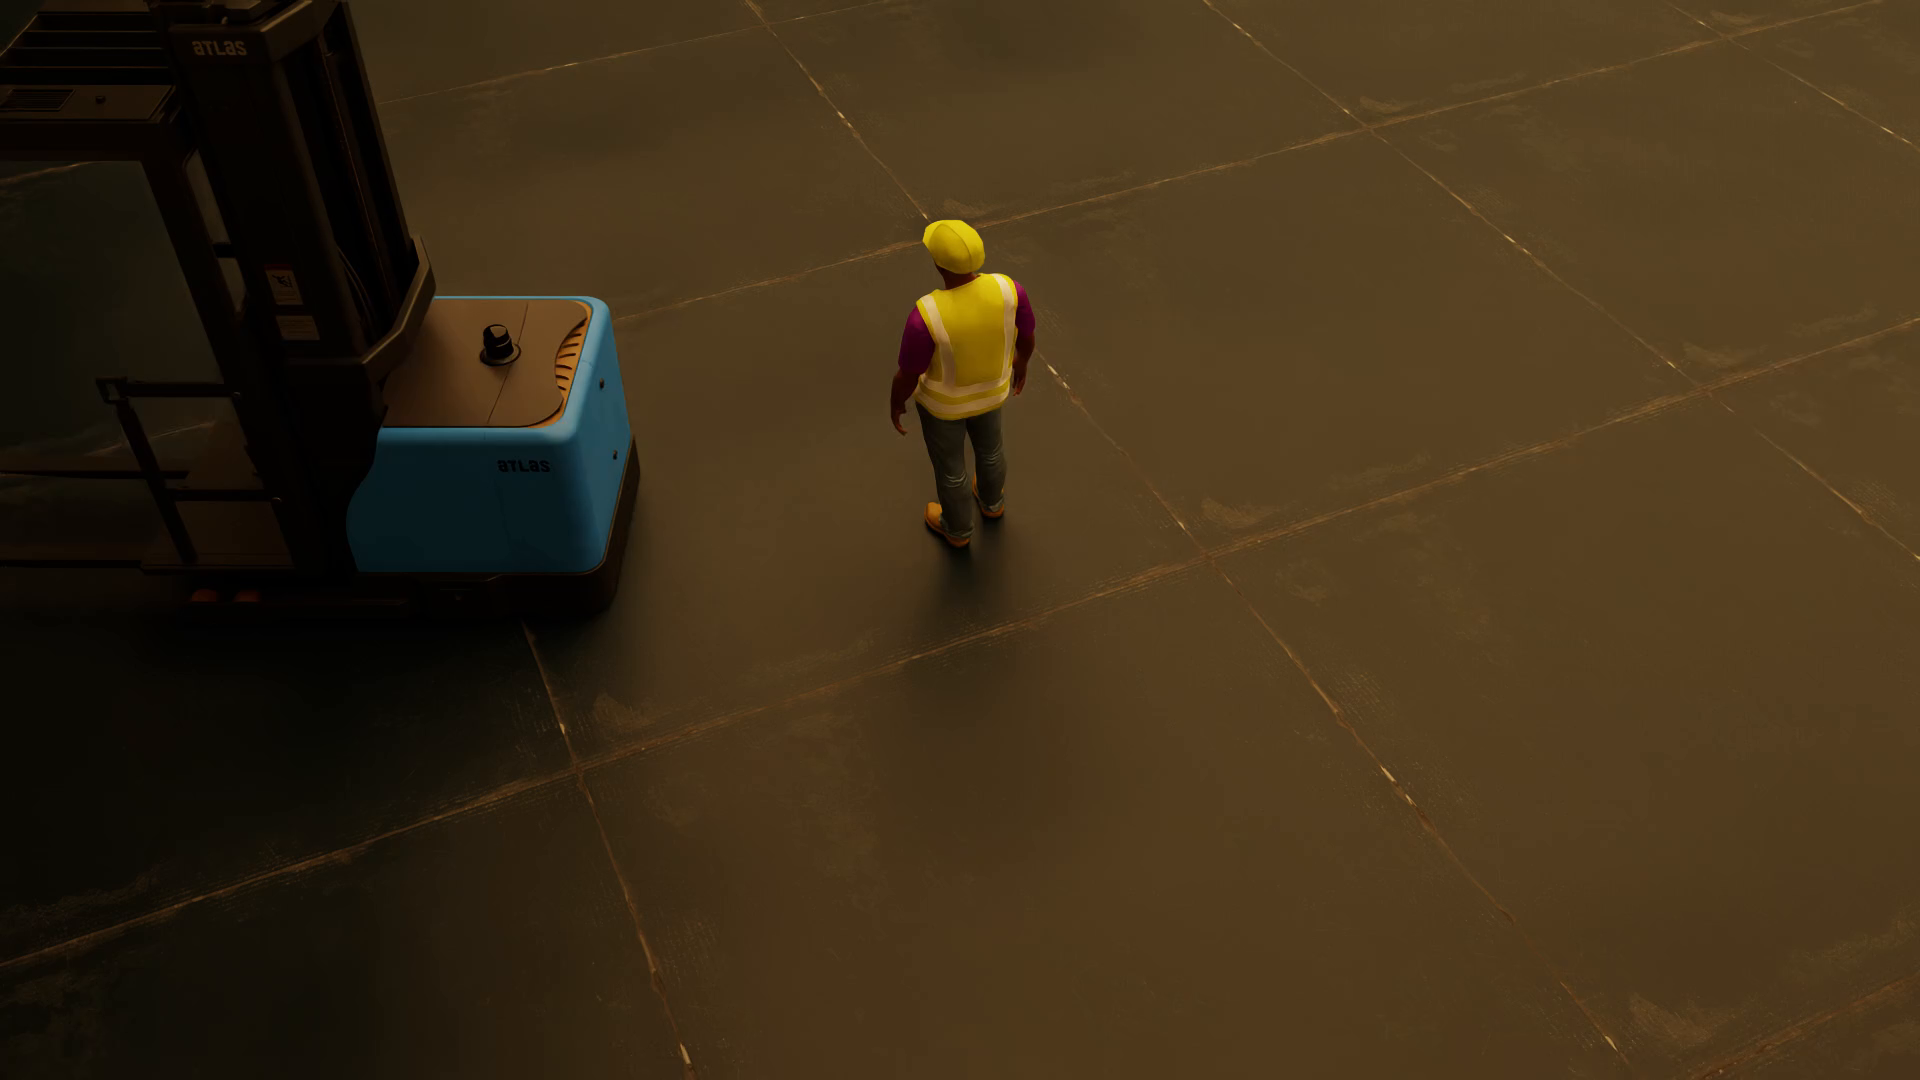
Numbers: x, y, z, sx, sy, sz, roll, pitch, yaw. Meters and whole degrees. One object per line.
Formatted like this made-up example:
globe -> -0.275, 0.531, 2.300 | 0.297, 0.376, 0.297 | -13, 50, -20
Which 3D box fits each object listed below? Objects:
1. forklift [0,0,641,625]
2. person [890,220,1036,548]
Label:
forklift -> -3.066, -1.054, 6.810 | 3.031, 2.935, 1.130 | 0, 43, 0
person -> -0.024, -0.696, 7.268 | 0.666, 1.765, 0.577 | -18, 46, -18
